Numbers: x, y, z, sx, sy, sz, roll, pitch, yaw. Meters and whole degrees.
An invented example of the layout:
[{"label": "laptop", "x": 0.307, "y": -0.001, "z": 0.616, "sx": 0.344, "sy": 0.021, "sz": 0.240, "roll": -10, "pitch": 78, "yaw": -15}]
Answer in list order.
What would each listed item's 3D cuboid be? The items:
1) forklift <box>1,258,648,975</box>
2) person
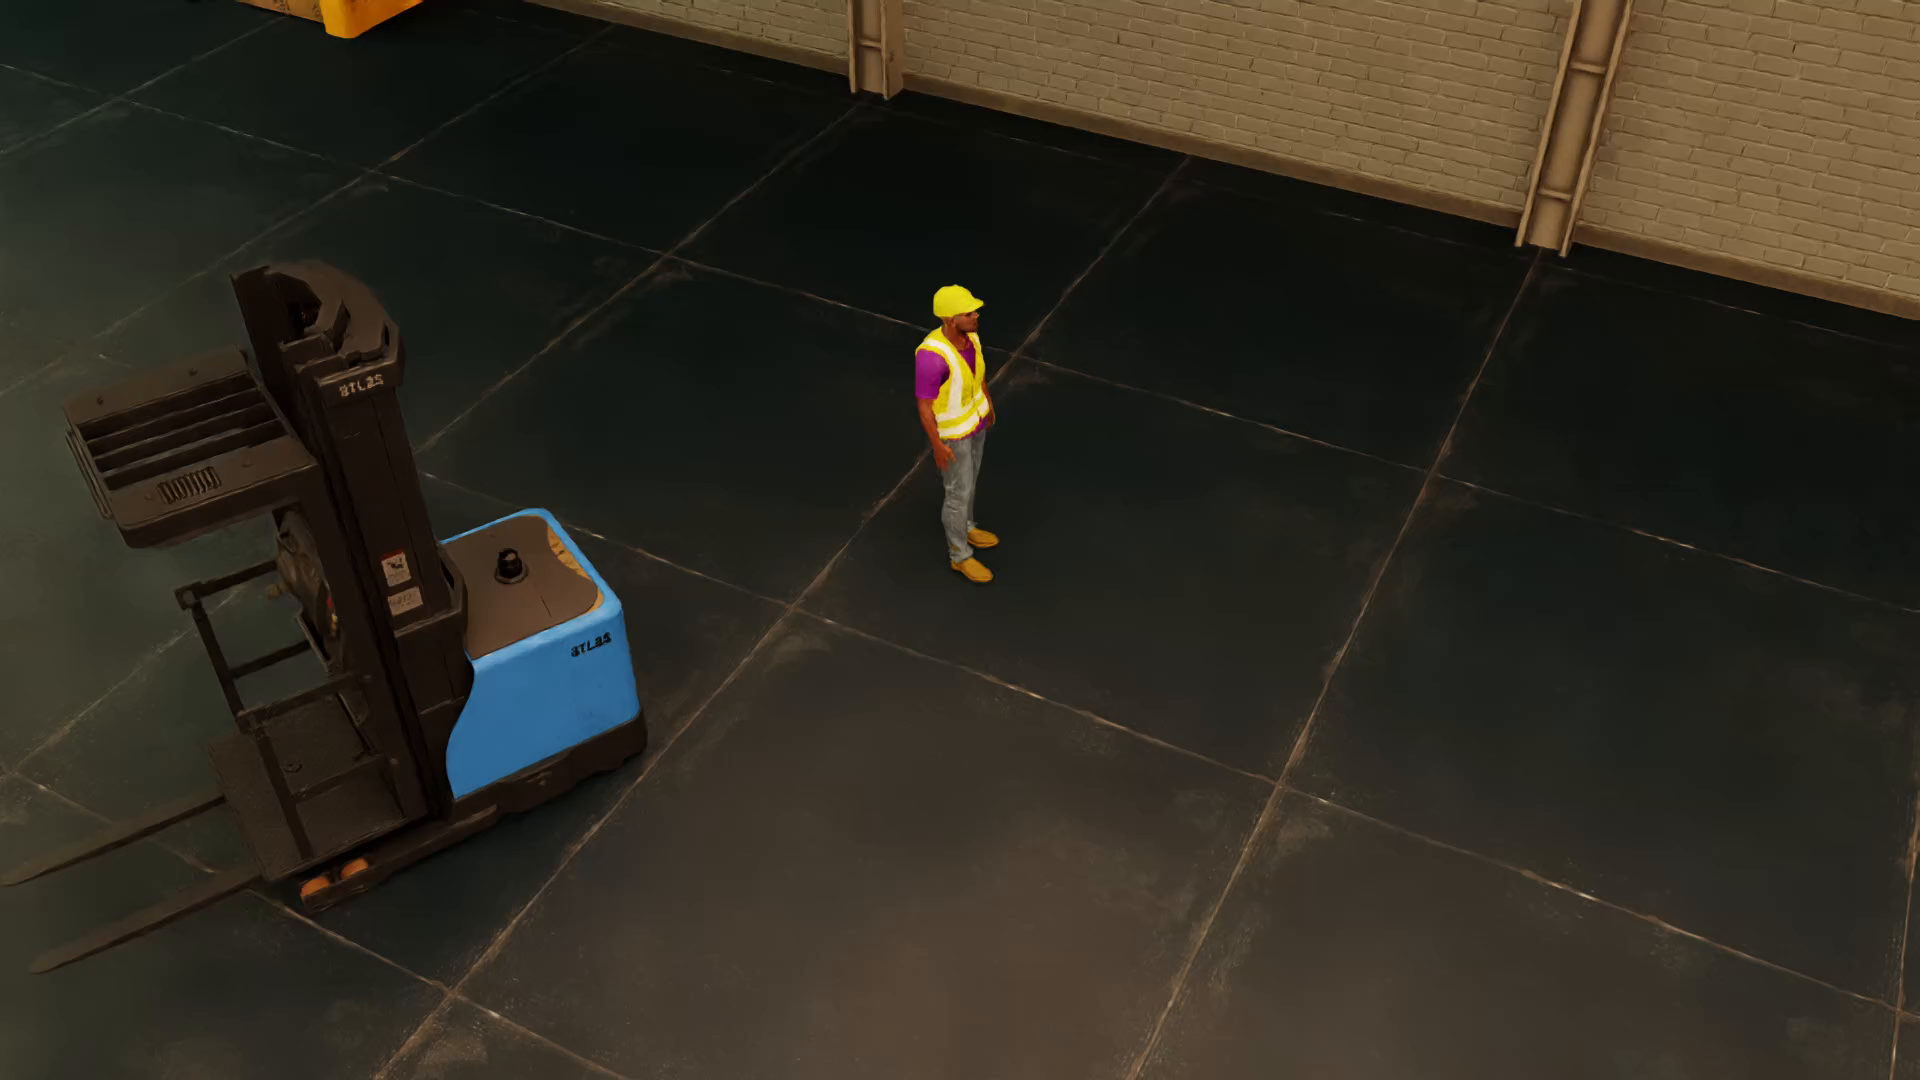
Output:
[{"label": "forklift", "x": -3.171, "y": 0.297, "z": 7.634, "sx": 3.031, "sy": 2.935, "sz": 1.130, "roll": -24, "pitch": 46, "yaw": -26}, {"label": "person", "x": 0.059, "y": -0.657, "z": 9.660, "sx": 0.576, "sy": 1.766, "sz": 0.665, "roll": 18, "pitch": 43, "yaw": 21}]
